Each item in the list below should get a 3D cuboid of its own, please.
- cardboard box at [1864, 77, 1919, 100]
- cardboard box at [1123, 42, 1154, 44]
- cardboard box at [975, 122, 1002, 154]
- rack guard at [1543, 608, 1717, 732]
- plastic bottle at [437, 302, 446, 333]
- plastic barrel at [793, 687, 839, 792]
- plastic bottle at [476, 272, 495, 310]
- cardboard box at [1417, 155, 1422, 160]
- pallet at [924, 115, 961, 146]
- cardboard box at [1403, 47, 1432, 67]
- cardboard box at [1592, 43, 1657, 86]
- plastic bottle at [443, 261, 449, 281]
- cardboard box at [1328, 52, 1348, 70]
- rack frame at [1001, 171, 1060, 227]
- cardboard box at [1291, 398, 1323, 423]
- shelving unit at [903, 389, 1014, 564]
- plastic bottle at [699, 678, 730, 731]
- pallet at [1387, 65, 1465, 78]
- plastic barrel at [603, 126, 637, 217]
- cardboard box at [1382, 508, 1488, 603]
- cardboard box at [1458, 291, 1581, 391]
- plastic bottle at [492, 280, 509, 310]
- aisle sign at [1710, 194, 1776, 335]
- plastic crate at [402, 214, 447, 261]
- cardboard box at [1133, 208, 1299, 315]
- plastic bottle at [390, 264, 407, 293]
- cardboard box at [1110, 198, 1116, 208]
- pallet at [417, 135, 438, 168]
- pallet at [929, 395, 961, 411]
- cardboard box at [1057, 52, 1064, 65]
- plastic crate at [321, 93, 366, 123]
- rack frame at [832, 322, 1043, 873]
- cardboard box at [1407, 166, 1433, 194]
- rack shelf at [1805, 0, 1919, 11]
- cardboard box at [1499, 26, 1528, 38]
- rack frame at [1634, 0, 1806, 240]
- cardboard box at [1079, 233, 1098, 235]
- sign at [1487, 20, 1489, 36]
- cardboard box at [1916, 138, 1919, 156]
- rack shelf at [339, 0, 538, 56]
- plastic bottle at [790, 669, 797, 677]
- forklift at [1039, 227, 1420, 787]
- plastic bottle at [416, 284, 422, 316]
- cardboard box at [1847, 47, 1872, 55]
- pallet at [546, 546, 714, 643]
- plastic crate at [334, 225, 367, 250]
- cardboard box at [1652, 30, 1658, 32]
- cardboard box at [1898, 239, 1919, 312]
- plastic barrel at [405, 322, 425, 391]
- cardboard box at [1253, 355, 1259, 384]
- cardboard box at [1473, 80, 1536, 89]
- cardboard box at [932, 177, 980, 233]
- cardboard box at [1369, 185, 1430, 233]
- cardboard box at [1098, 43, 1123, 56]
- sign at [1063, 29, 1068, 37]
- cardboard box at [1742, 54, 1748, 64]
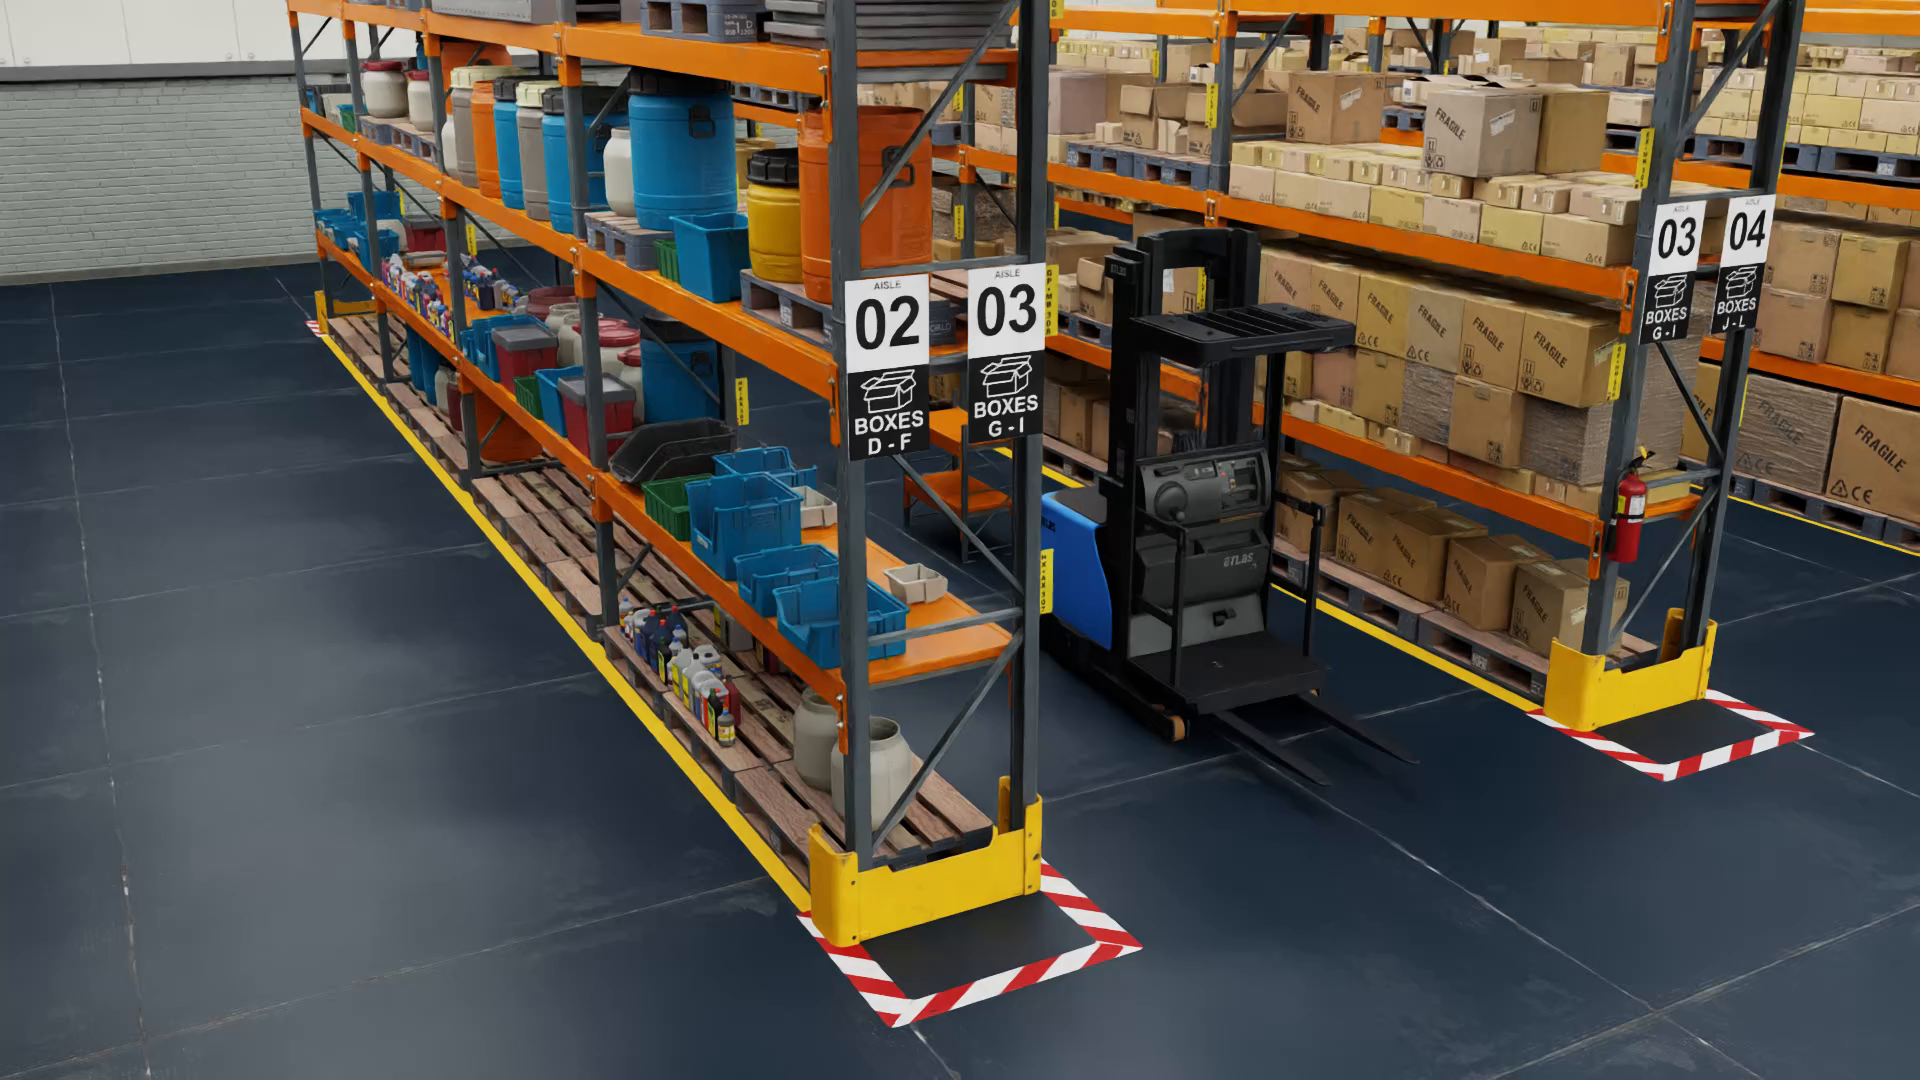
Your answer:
[{"bbox_3d":[7.386,-3.565,13.131,0.380,0.149,0.250,-10,21,-27],"label":"cardboard box"},{"bbox_3d":[2.484,-6.811,23.025,0.380,0.149,0.250,-9,21,-24],"label":"cardboard box"},{"bbox_3d":[0.476,-3.819,15.731,0.500,0.250,0.500,-10,21,-26],"label":"cardboard box"},{"bbox_3d":[4.240,0.810,10.516,1.175,0.500,0.348,-10,21,-27],"label":"rack guard"},{"bbox_3d":[-4.690,-2.026,15.102,0.097,0.271,0.097,0,19,0],"label":"plastic bottle"},{"bbox_3d":[-0.701,1.074,9.090,0.421,0.512,0.421,0,19,0],"label":"plastic barrel"},{"bbox_3d":[-4.604,-2.412,16.099,0.144,0.351,0.185,-10,21,-27],"label":"plastic bottle"},{"bbox_3d":[3.416,-2.607,11.608,0.380,0.149,0.250,-9,21,-24],"label":"cardboard box"},{"bbox_3d":[0.125,-4.151,16.754,1.213,0.211,1.003,-9,21,-24],"label":"pallet"},{"bbox_3d":[6.714,-7.063,24.313,0.396,0.266,0.258,-9,21,-25],"label":"cardboard box"},{"bbox_3d":[8.561,-6.099,21.314,0.700,0.500,0.500,-11,22,-29],"label":"cardboard box"},{"bbox_3d":[-5.411,-2.845,17.583,0.097,0.201,0.097,0,19,0],"label":"plastic bottle"},{"bbox_3d":[4.213,-5.433,18.853,0.396,0.266,0.258,-10,21,-27],"label":"cardboard box"},{"bbox_3d":[1.091,-5.682,25.499,1.000,3.000,0.127,-10,21,-27],"label":"rack frame"},{"bbox_3d":[2.674,-0.981,12.261,0.380,0.149,0.250,-10,21,-27],"label":"cardboard box"},{"bbox_3d":[-0.003,-0.534,13.454,0.538,1.125,1.048,-10,21,-27],"label":"shelving unit"},{"bbox_3d":[-1.436,0.961,9.748,0.152,0.276,0.135,-10,21,-26],"label":"plastic bottle"},{"bbox_3d":[6.920,-6.942,24.688,1.003,0.211,1.213,-10,21,-27],"label":"pallet"},{"bbox_3d":[-1.951,-2.246,10.127,0.421,0.512,0.421,0,19,0],"label":"plastic barrel"},{"bbox_3d":[3.400,0.103,11.923,0.500,0.500,0.500,-8,21,-22],"label":"cardboard box"},{"bbox_3d":[3.555,-1.272,10.578,0.500,0.500,0.500,-10,21,-27],"label":"cardboard box"},{"bbox_3d":[-4.461,-2.393,16.157,0.152,0.276,0.135,-10,21,-27],"label":"plastic bottle"},{"bbox_3d":[4.569,-1.607,9.705,0.394,0.787,0.004,-10,21,-27],"label":"aisle sign"},{"bbox_3d":[-5.985,-3.381,18.640,0.402,0.464,0.583,-10,21,-27],"label":"plastic crate"},{"bbox_3d":[2.122,-2.230,13.931,1.000,1.000,1.000,-10,21,-26],"label":"cardboard box"},{"bbox_3d":[-5.723,-2.671,16.965,0.152,0.276,0.135,-10,21,-27],"label":"plastic bottle"},{"bbox_3d":[2.294,-4.688,23.004,0.380,0.149,0.250,-11,22,-28],"label":"cardboard box"},{"bbox_3d":[-4.159,-3.442,14.699,1.003,0.211,1.213,-10,21,-27],"label":"pallet"},{"bbox_3d":[0.169,-1.566,17.845,1.003,0.211,1.213,-10,21,-27],"label":"pallet"},{"bbox_3d":[1.549,-6.802,23.611,0.500,0.250,0.500,-10,21,-26],"label":"cardboard box"},{"bbox_3d":[-6.900,-4.853,18.681,0.437,0.282,0.530,-10,21,-27],"label":"plastic crate"},{"bbox_3d":[-0.083,0.418,7.822,1.000,3.000,0.127,-10,21,-27],"label":"rack frame"},{"bbox_3d":[3.169,-2.377,10.941,0.380,0.149,0.250,-11,22,-29],"label":"cardboard box"},{"bbox_3d":[10.148,-5.914,18.689,1.077,0.370,4.000,-10,21,-27],"label":"rack shelf"},{"bbox_3d":[9.756,-8.805,28.959,0.500,0.250,0.500,-10,22,-27],"label":"cardboard box"},{"bbox_3d":[4.276,-3.185,9.067,1.000,3.000,0.127,-10,21,-27],"label":"rack frame"},{"bbox_3d":[1.936,-4.481,24.834,0.380,0.149,0.250,-11,22,-29],"label":"cardboard box"},{"bbox_3d":[9.289,-8.994,29.160,0.100,0.325,0.005,-10,21,-27],"label":"sign"},{"bbox_3d":[7.630,-3.041,12.836,0.380,0.149,0.250,-10,21,-26],"label":"cardboard box"},{"bbox_3d":[-4.832,-4.760,15.345,1.077,0.370,4.000,-10,21,-27],"label":"rack shelf"},{"bbox_3d":[-1.025,0.749,10.477,0.097,0.201,0.097,0,19,0],"label":"plastic bottle"},{"bbox_3d":[1.615,-0.325,10.080,1.130,2.935,3.031,-9,21,-25],"label":"forklift"},{"bbox_3d":[-5.143,-2.293,15.857,0.061,0.283,0.133,-10,21,-27],"label":"plastic bottle"},{"bbox_3d":[12.855,-6.920,23.651,0.380,0.149,0.250,-10,22,-28],"label":"cardboard box"},{"bbox_3d":[-2.389,0.368,12.241,1.003,0.211,1.213,-10,21,-27],"label":"pallet"},{"bbox_3d":[-7.085,-3.539,19.452,0.416,0.233,0.300,-10,21,-27],"label":"plastic crate"},{"bbox_3d":[11.421,-8.156,27.077,0.500,0.250,0.500,-11,22,-28],"label":"cardboard box"},{"bbox_3d":[8.058,-2.108,13.256,0.875,0.550,0.550,-10,21,-27],"label":"cardboard box"},{"bbox_3d":[-5.538,-2.075,17.619,0.600,0.901,0.708,-10,21,-27],"label":"plastic barrel"},{"bbox_3d":[2.536,-1.547,12.906,0.875,0.500,0.500,-10,21,-27],"label":"cardboard box"},{"bbox_3d":[5.522,-4.474,16.739,0.500,0.311,0.500,-10,22,-28],"label":"cardboard box"},{"bbox_3d":[-0.163,-3.567,17.680,0.797,0.503,0.637,-9,21,-25],"label":"cardboard box"},{"bbox_3d":[3.104,-2.230,11.128,0.500,0.250,0.500,-10,22,-28],"label":"cardboard box"},{"bbox_3d":[2.099,-6.651,22.561,0.380,0.149,0.250,-11,22,-29],"label":"cardboard box"},{"bbox_3d":[1.589,-7.598,25.097,0.100,0.325,0.005,-10,21,-27],"label":"sign"},{"bbox_3d":[11.945,-7.204,24.899,0.380,0.149,0.250,-10,22,-27],"label":"cardboard box"}]
